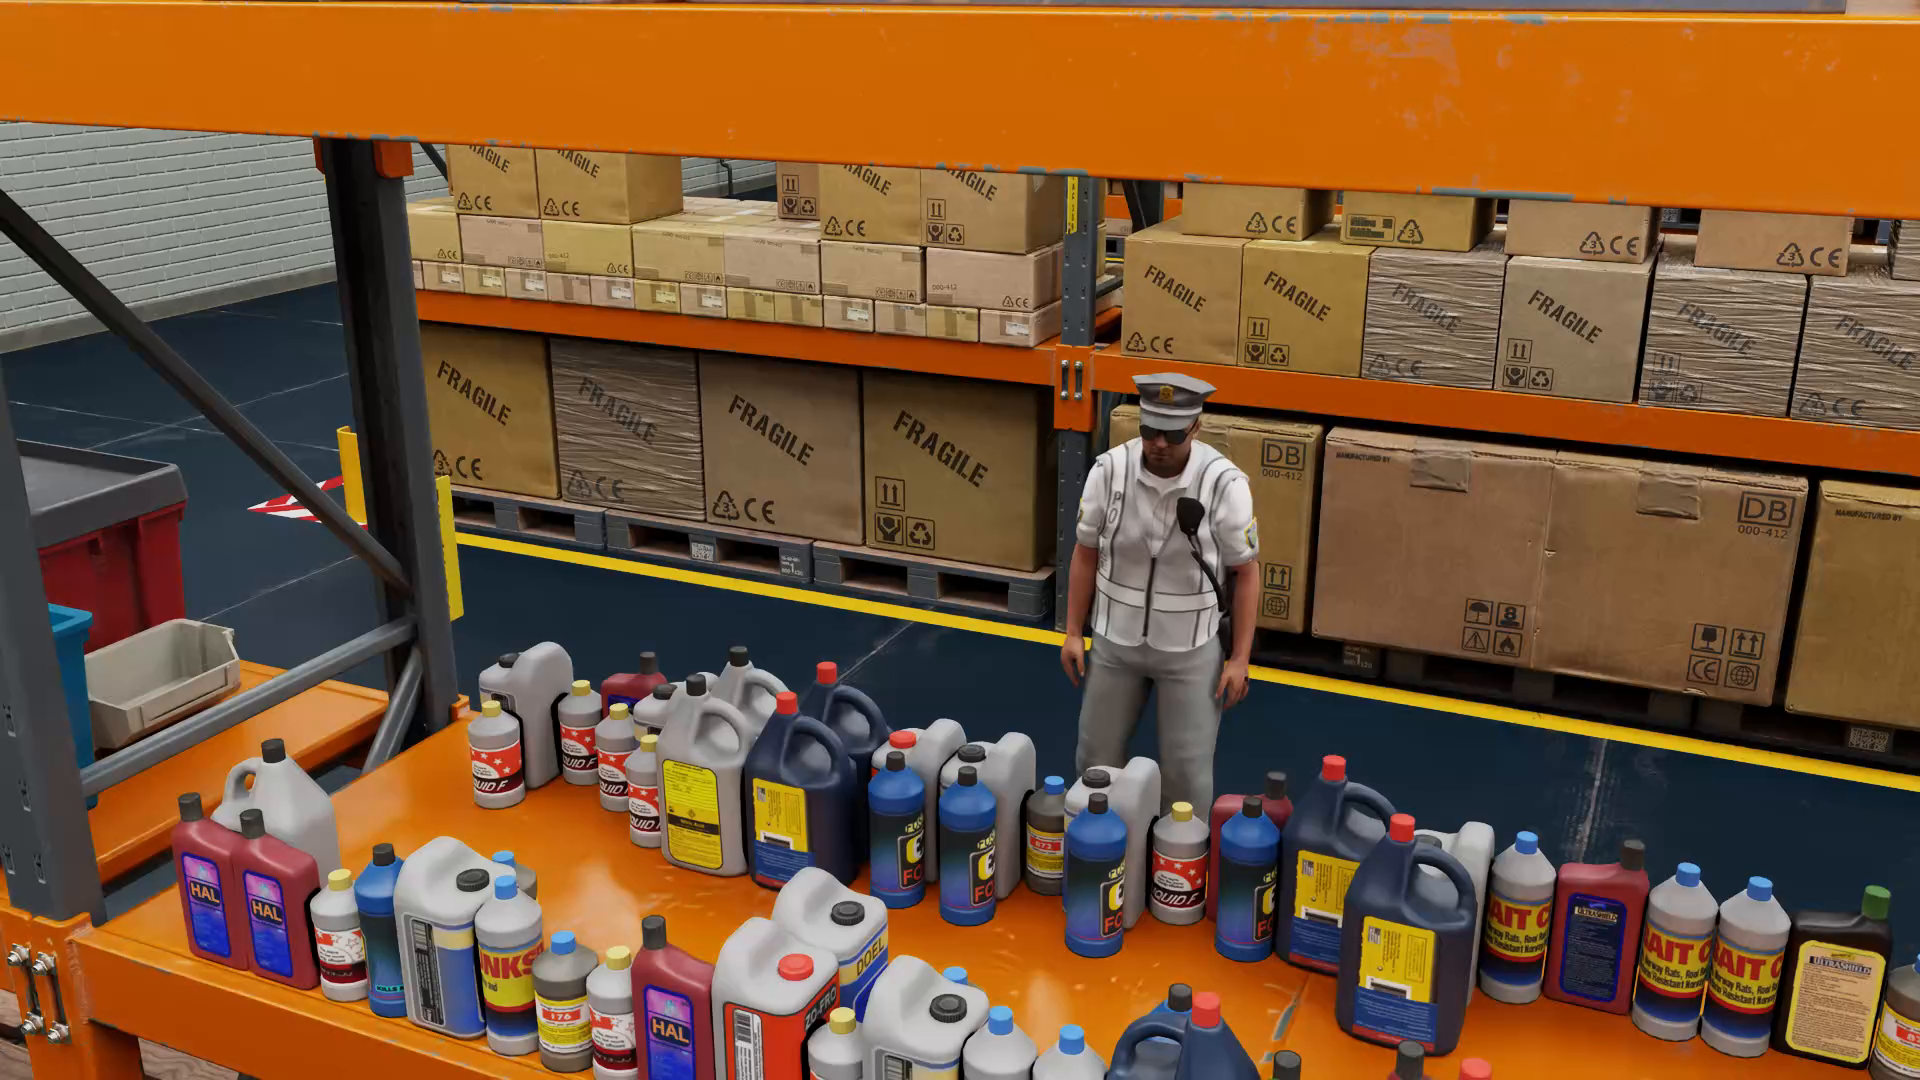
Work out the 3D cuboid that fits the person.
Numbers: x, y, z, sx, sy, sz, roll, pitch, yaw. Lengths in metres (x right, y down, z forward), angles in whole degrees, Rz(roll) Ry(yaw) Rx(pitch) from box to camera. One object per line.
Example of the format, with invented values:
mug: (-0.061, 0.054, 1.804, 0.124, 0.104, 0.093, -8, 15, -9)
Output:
person: (0.604, 0.322, 5.113, 0.603, 1.747, 0.437, 7, 20, 19)
